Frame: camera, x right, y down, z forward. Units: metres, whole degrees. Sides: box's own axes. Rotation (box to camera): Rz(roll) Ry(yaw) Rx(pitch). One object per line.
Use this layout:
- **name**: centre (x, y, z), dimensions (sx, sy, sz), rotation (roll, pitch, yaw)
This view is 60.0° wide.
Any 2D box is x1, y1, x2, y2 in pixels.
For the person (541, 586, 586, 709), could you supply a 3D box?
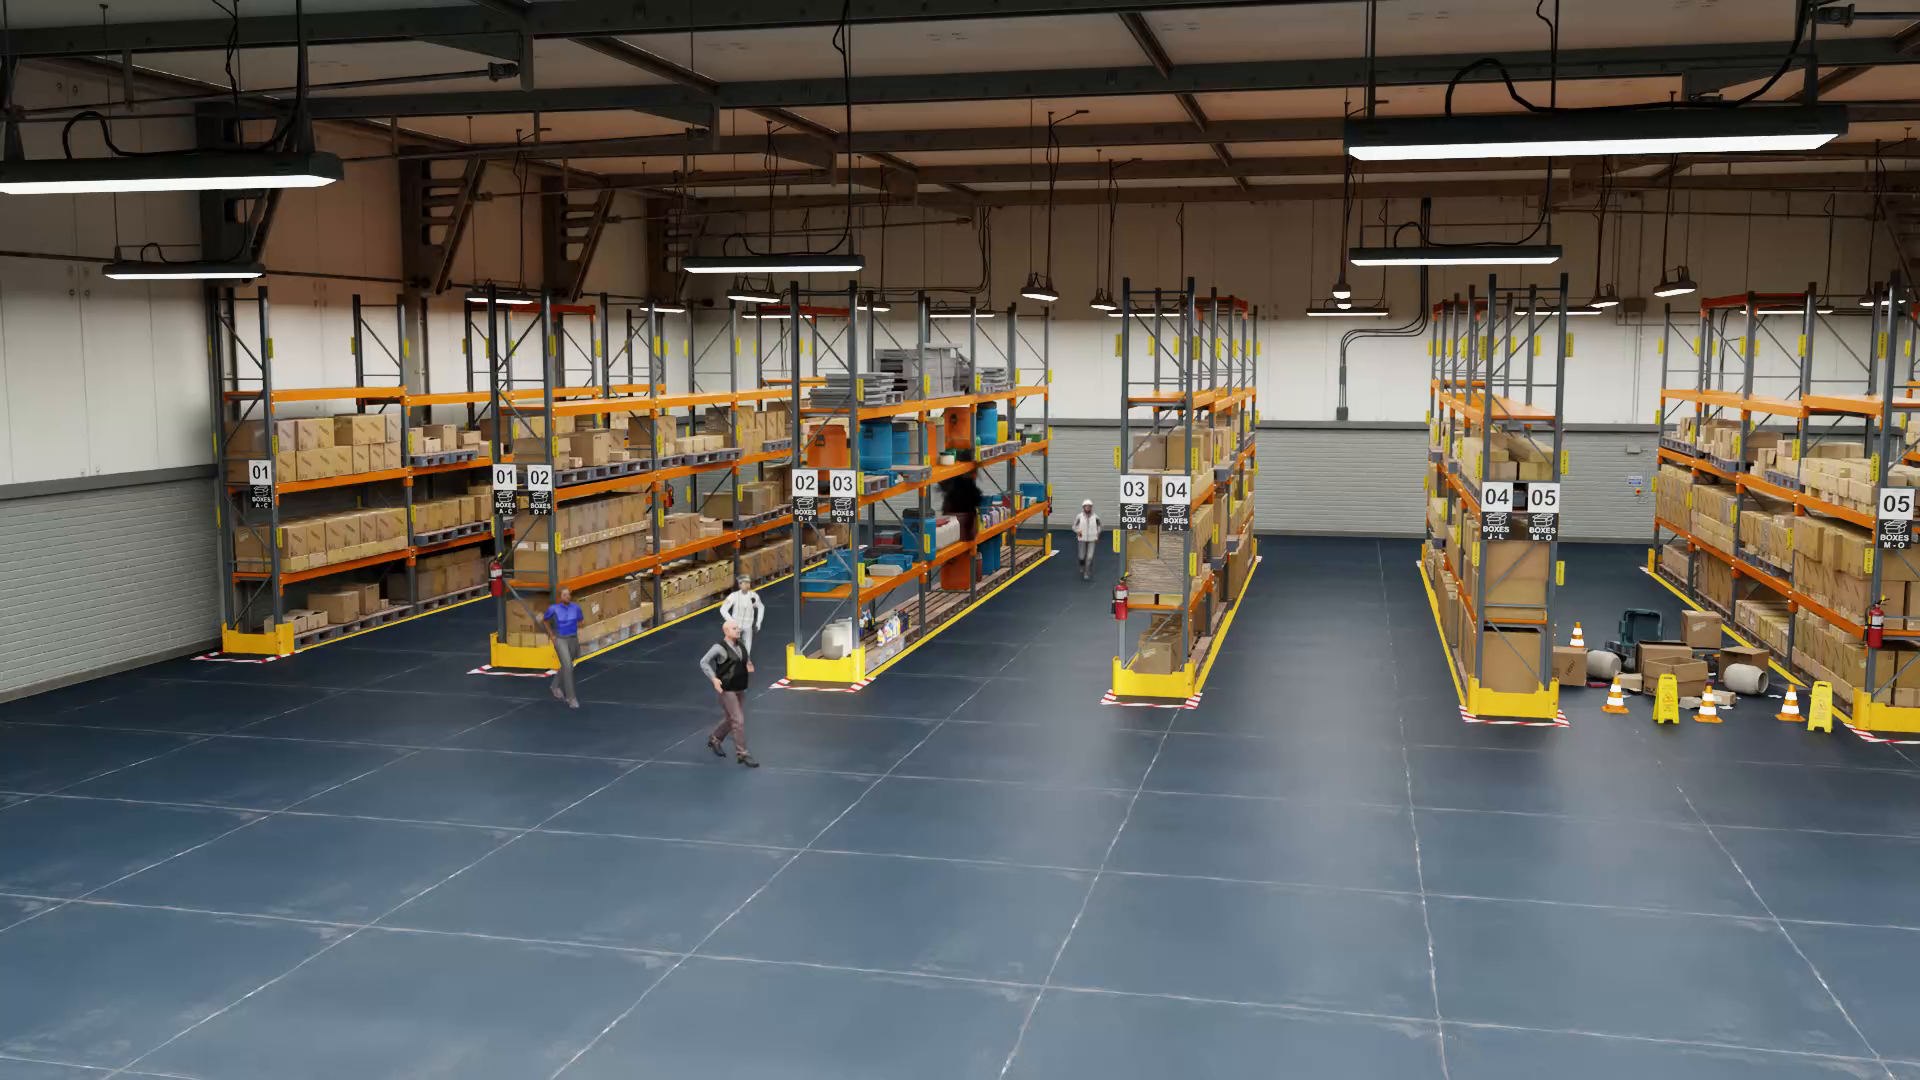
- **person**: centre (-5.559, 1.499, 23.509), dimensions (0.556, 1.692, 0.811), rotation (-6, 9, -43)

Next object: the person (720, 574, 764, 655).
- **person**: centre (-3.248, 1.337, 24.874), dimensions (0.675, 1.690, 0.641), rotation (-1, 7, -12)

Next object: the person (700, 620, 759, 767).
- **person**: centre (-2.747, 1.823, 20.045), dimensions (0.872, 1.723, 0.658), rotation (4, 8, 30)

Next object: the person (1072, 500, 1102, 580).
- **person**: centre (2.775, -0.014, 36.213), dimensions (0.653, 1.730, 0.644), rotation (0, 7, 1)
